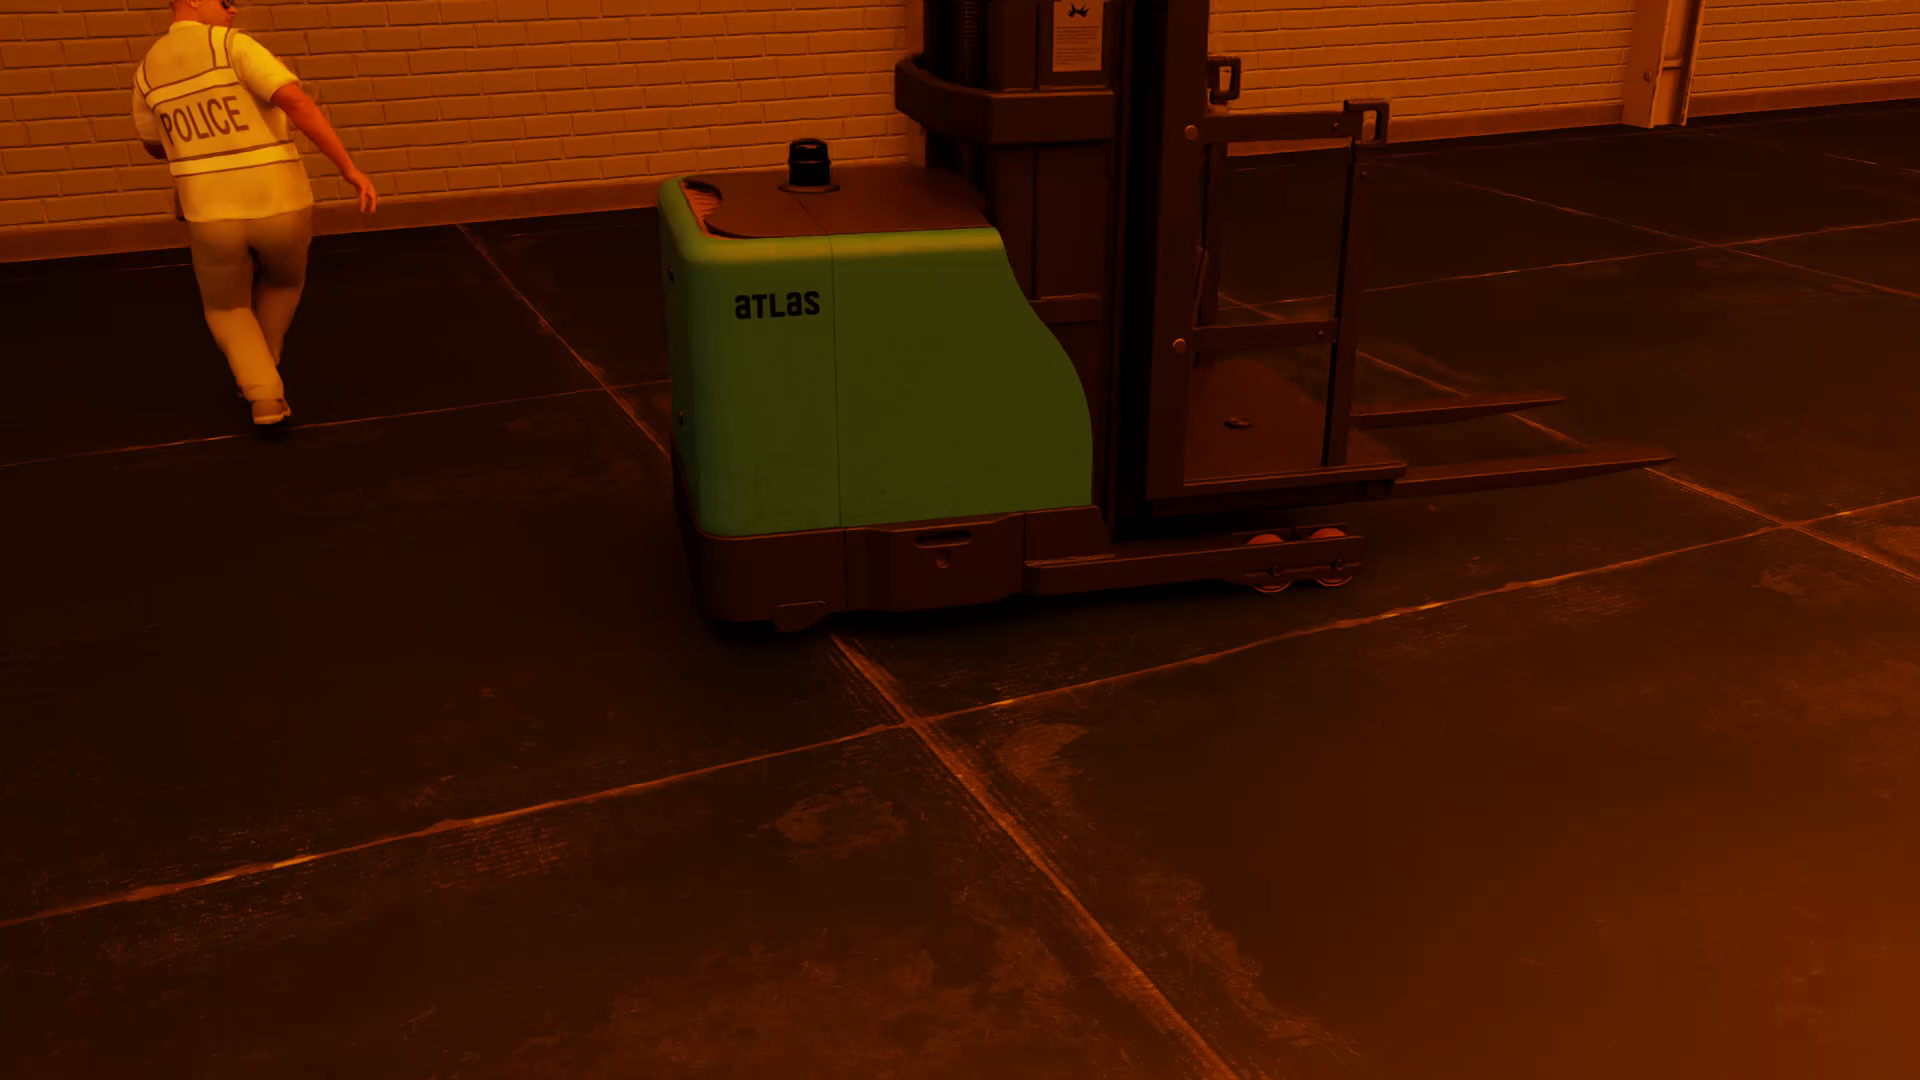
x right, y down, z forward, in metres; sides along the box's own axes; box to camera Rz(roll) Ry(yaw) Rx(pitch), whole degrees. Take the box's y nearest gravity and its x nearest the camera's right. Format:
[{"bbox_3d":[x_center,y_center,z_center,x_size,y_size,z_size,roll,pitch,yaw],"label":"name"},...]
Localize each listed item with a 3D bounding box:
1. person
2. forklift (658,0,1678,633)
[{"bbox_3d":[-2.513,-1.249,6.033,0.814,1.650,0.838,-5,23,-12],"label":"person"},{"bbox_3d":[0.676,-1.392,4.638,3.031,2.935,1.130,-5,23,-13],"label":"forklift"}]
